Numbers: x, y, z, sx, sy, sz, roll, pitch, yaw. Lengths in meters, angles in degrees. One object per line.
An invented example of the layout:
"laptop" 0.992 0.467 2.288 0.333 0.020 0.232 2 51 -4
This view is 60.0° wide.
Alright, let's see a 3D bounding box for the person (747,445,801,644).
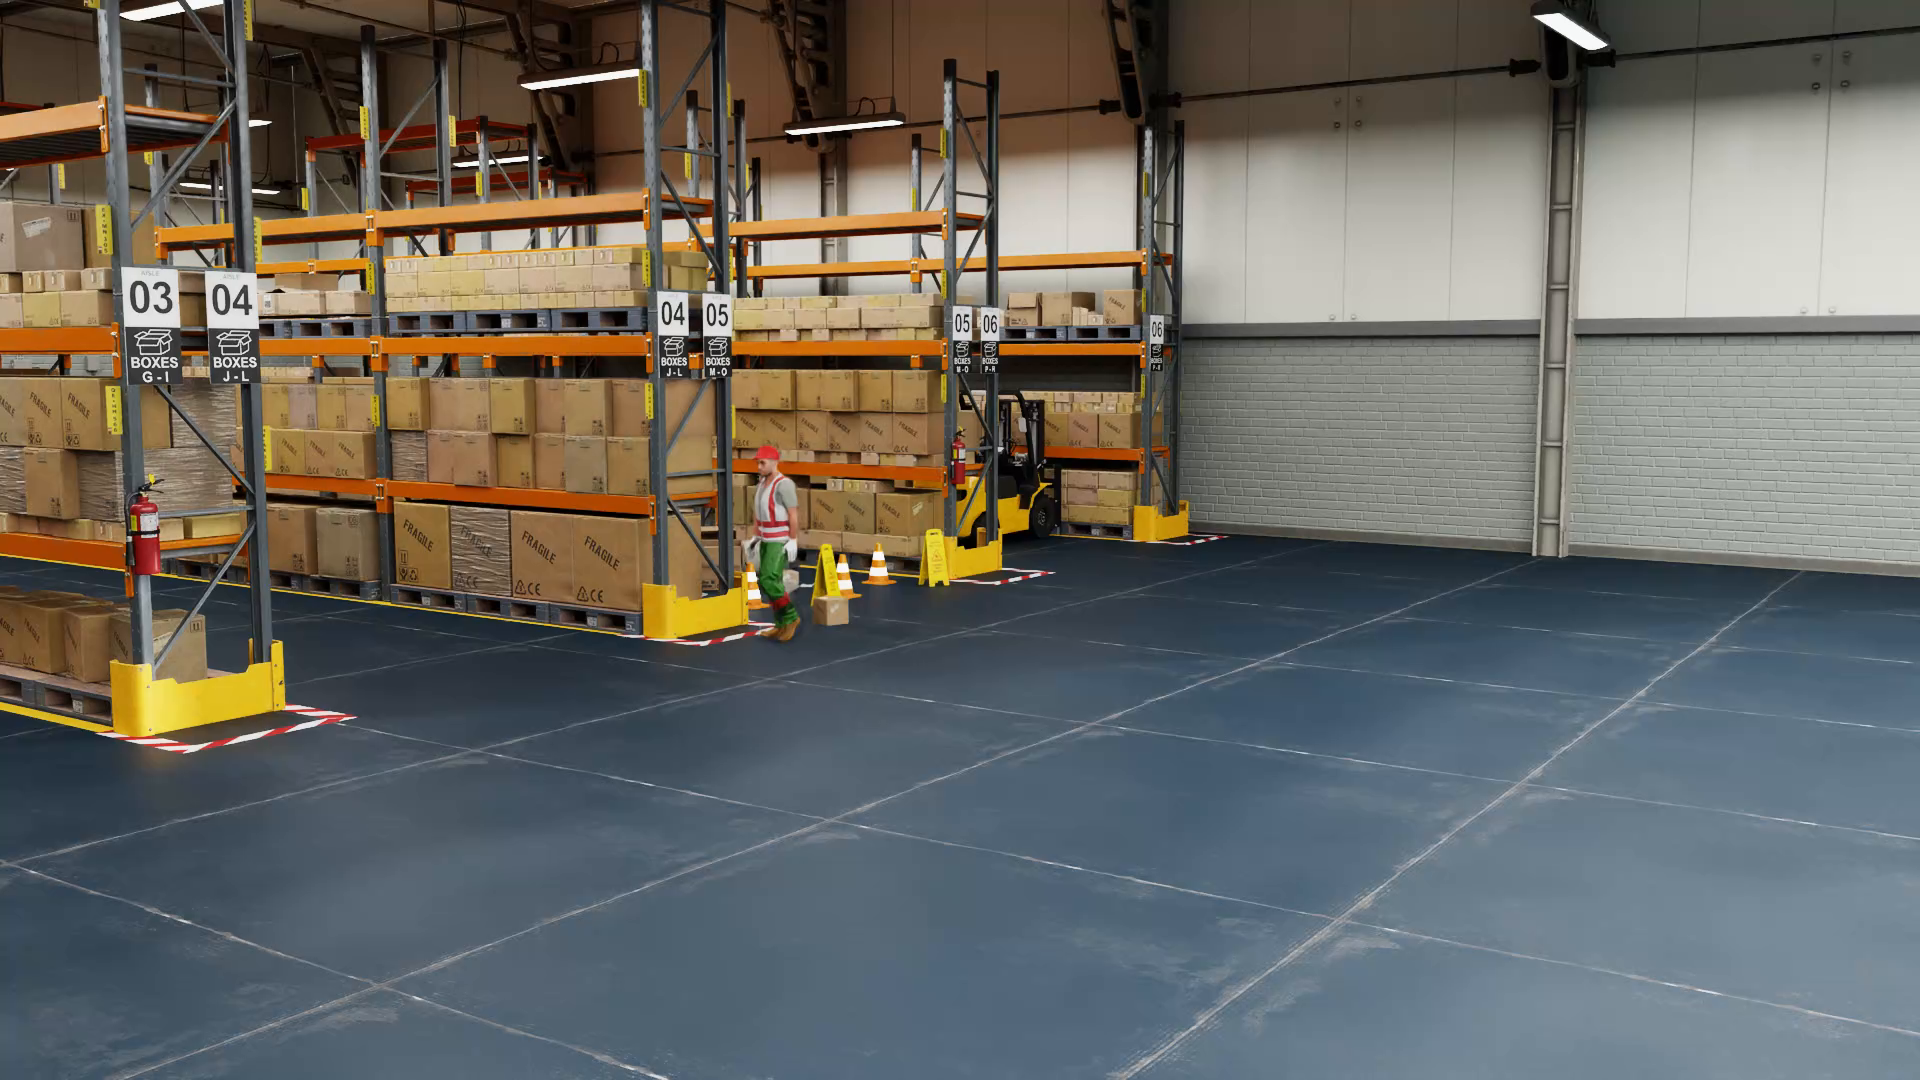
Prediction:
"person" -1.705 0.038 15.172 0.430 1.804 0.547 -4 8 -35
